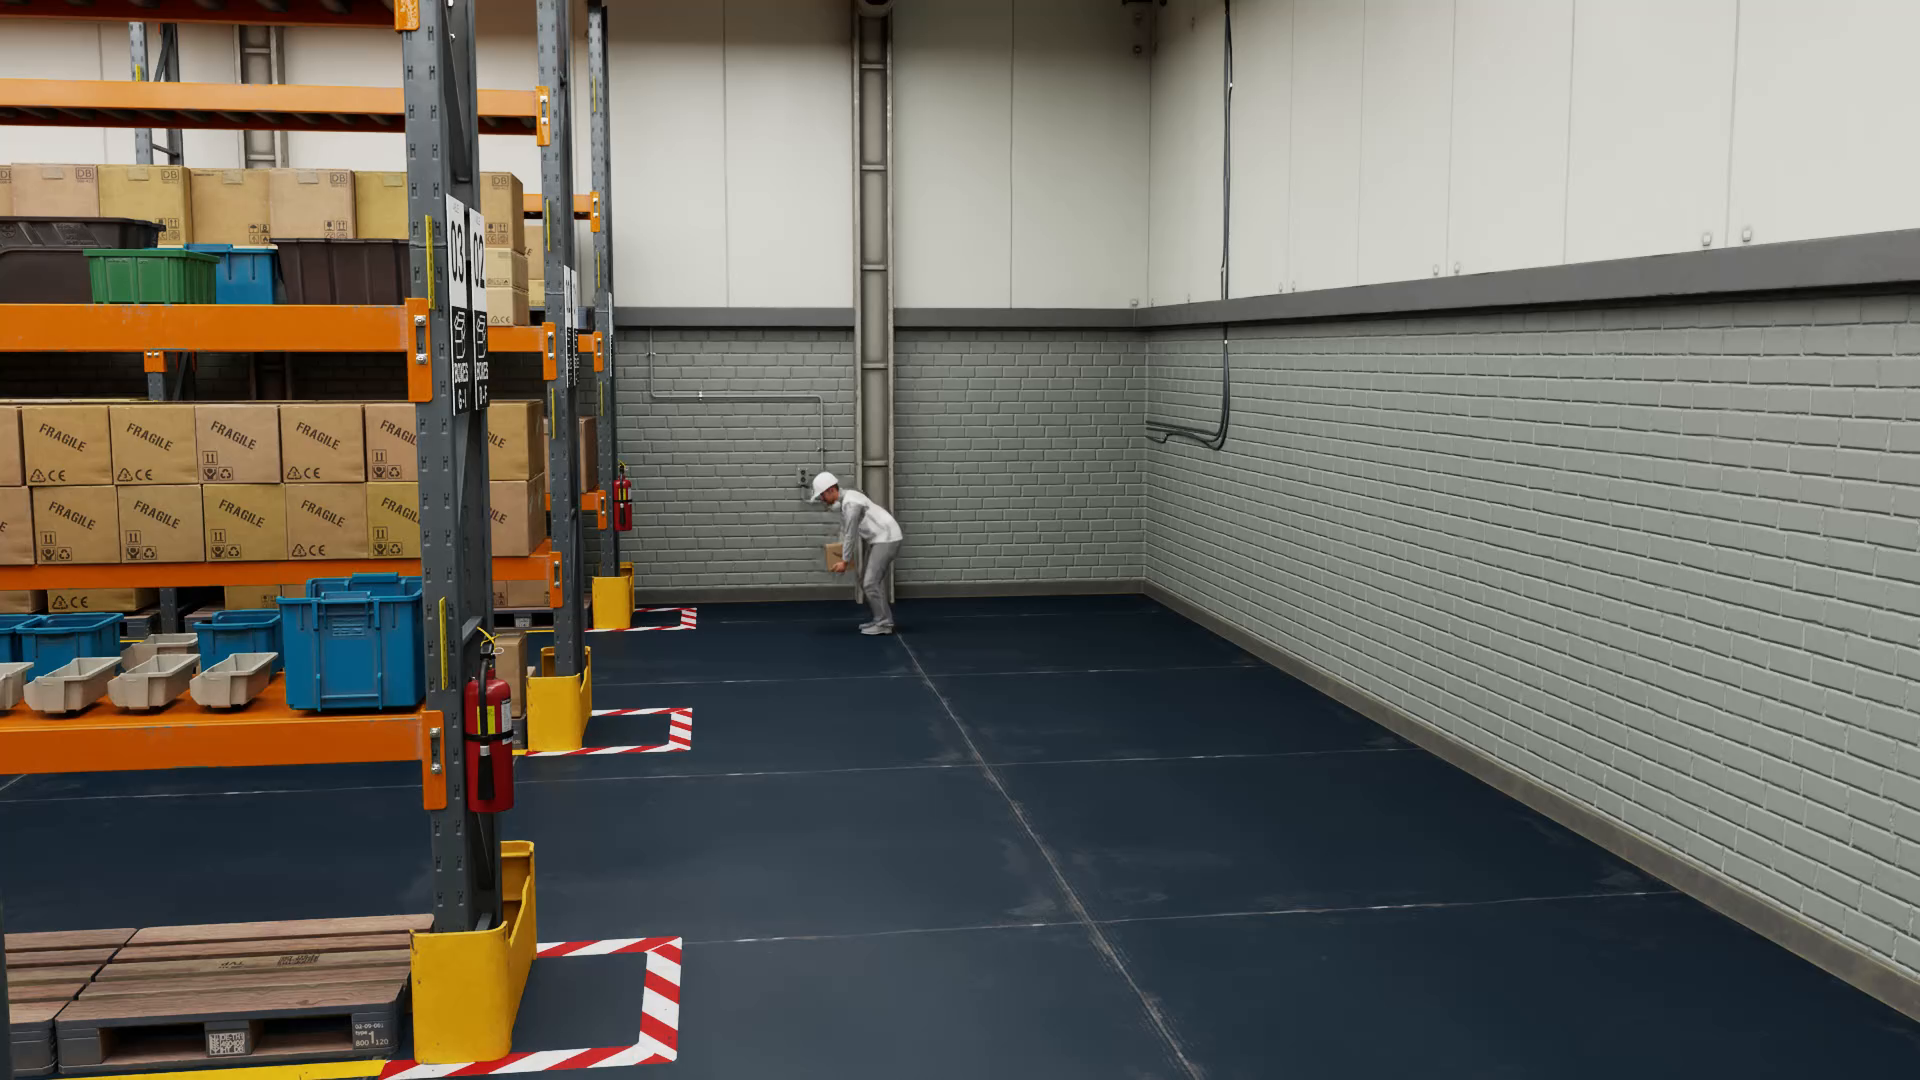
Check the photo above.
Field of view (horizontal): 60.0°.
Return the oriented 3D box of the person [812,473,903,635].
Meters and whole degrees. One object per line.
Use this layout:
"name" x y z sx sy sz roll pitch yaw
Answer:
"person" -0.965 0.123 15.635 0.842 1.525 0.472 -1 7 -10
